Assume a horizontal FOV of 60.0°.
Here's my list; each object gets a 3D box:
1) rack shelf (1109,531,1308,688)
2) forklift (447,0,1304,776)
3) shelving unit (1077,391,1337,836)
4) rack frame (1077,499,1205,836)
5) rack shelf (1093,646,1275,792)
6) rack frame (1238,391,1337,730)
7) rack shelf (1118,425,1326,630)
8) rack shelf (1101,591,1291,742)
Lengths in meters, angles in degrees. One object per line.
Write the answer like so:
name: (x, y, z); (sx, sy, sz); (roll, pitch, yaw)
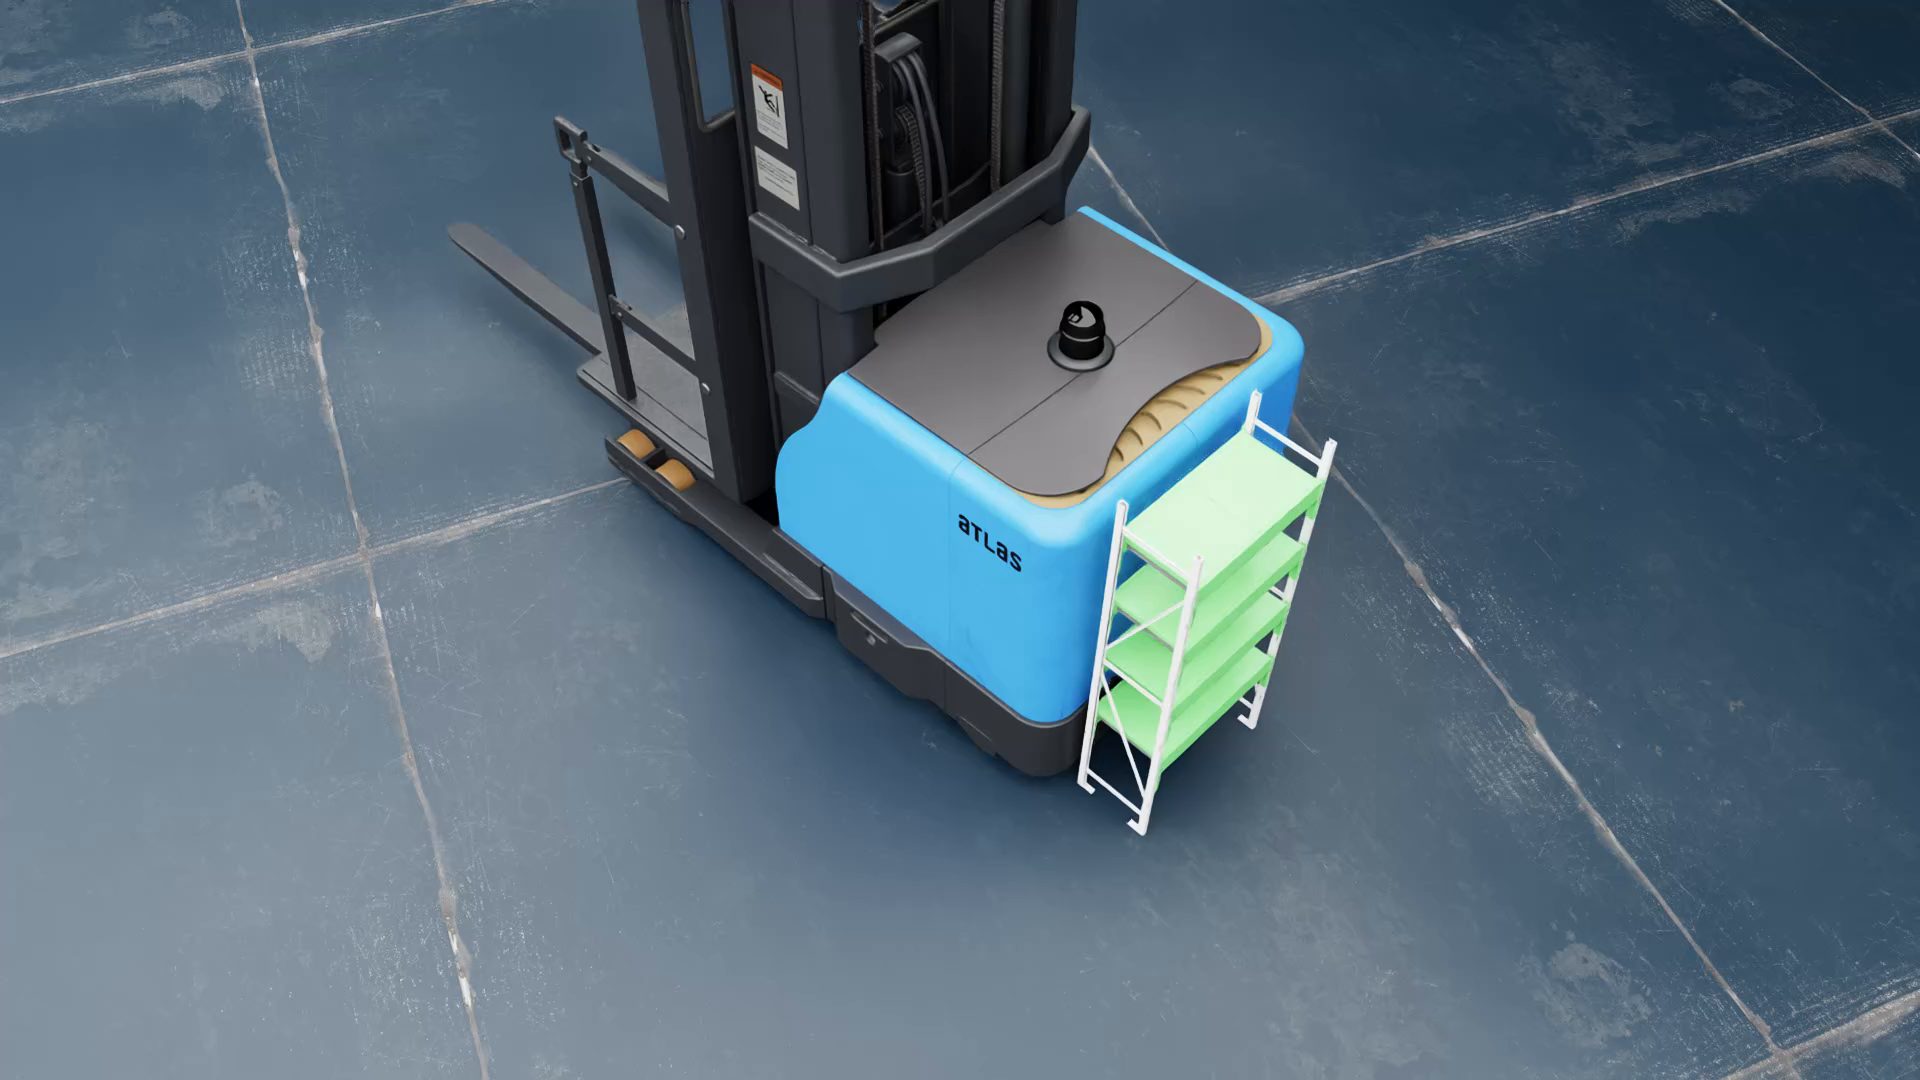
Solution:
rack shelf: (0.606, 0.115, 4.123); (0.258, 0.148, 0.480); (37, 59, 26)
forklift: (-0.500, -1.303, 4.437); (3.031, 2.935, 1.130); (36, 58, 27)
shelving unit: (0.602, 0.227, 4.259); (0.258, 1.200, 0.503); (37, 59, 26)
rack frame: (0.432, 0.359, 4.145); (0.240, 1.200, 0.015); (37, 59, 26)
rack shelf: (0.596, 0.420, 4.494); (0.258, 0.148, 0.480); (37, 59, 26)
rack frame: (0.772, 0.094, 4.373); (0.240, 1.200, 0.015); (37, 59, 26)
rack shelf: (0.611, -0.038, 3.938); (0.258, 0.148, 0.480); (37, 59, 26)
rack shelf: (0.601, 0.267, 4.308); (0.258, 0.148, 0.480); (37, 59, 26)
